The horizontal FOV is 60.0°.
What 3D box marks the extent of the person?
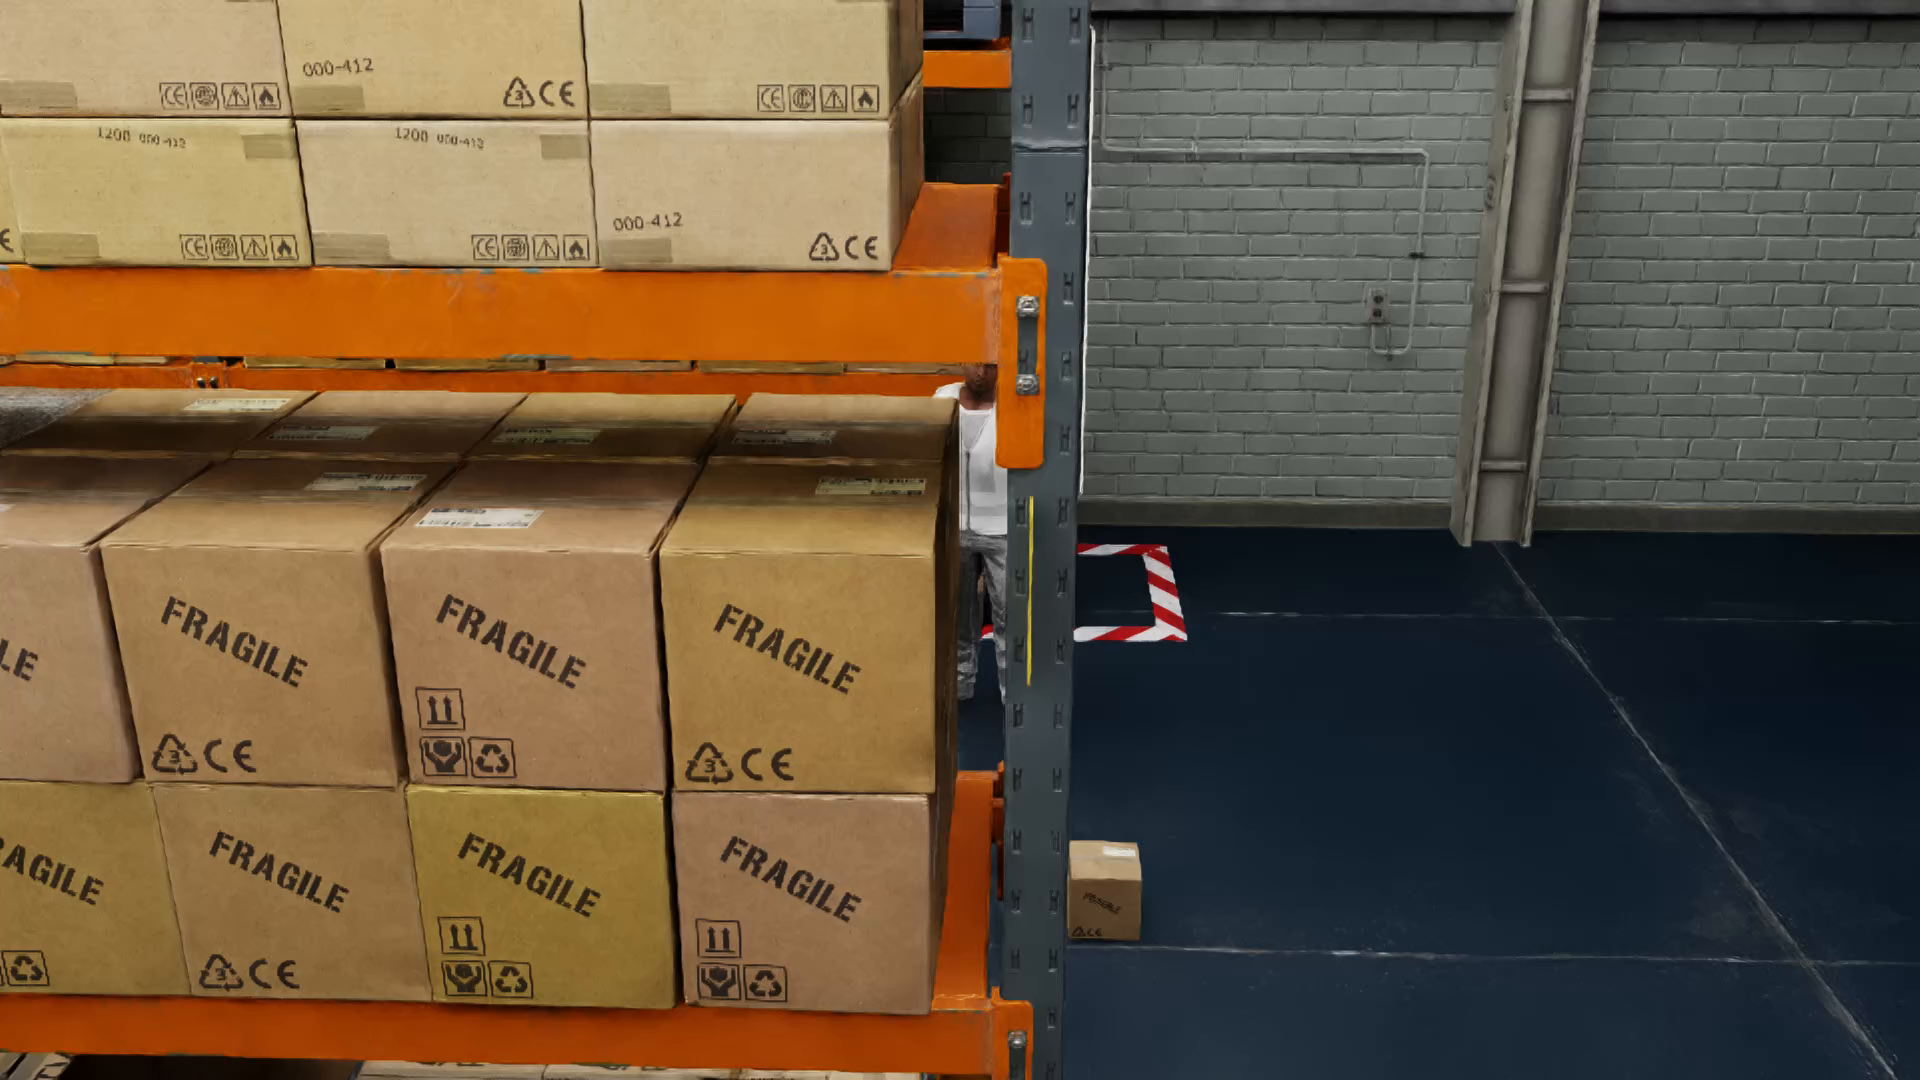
[{"bbox_3d":[0.087,-0.053,7.137,0.691,1.790,0.414,9,22,22],"label":"person"}]
